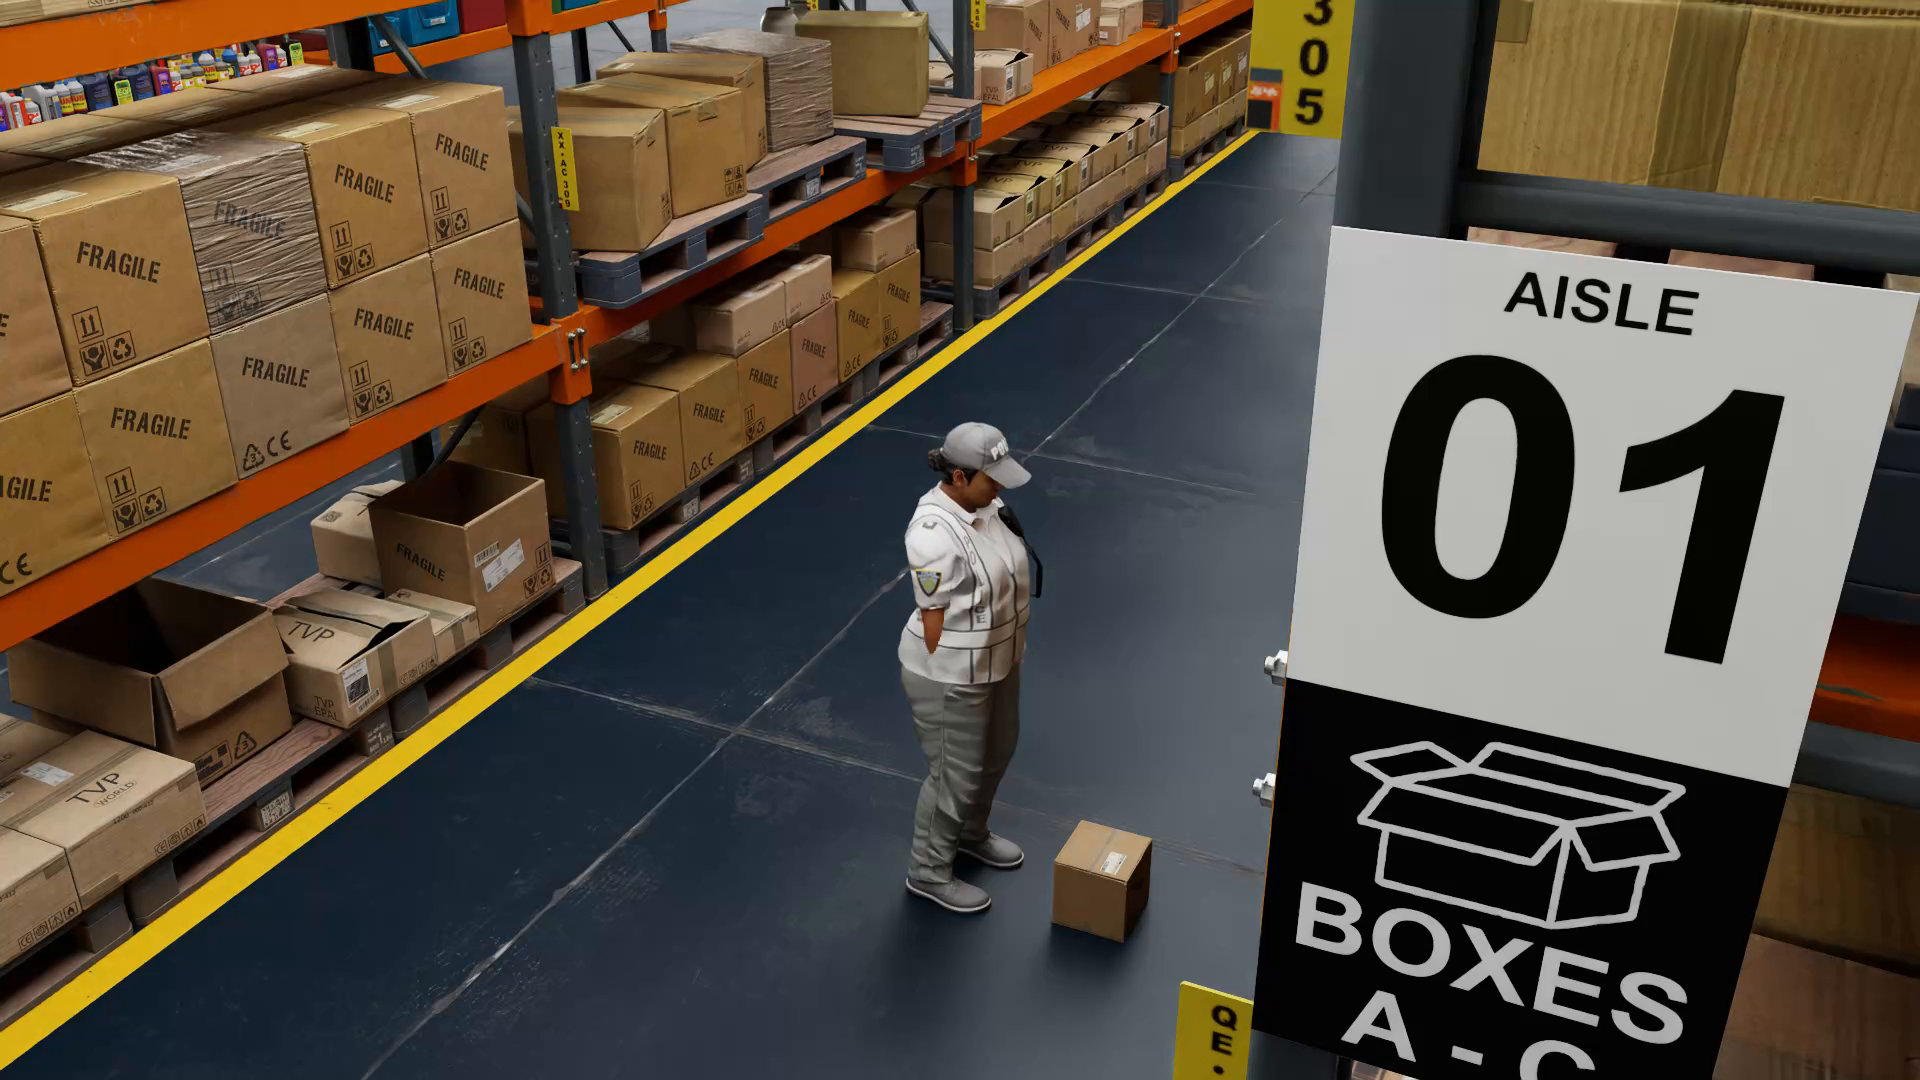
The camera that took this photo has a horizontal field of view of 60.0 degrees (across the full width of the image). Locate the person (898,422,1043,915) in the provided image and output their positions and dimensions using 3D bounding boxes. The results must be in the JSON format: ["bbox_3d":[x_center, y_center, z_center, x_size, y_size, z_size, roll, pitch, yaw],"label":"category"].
[{"bbox_3d":[0.039,0.397,5.326,0.367,1.656,0.473,12,29,23],"label":"person"}]
